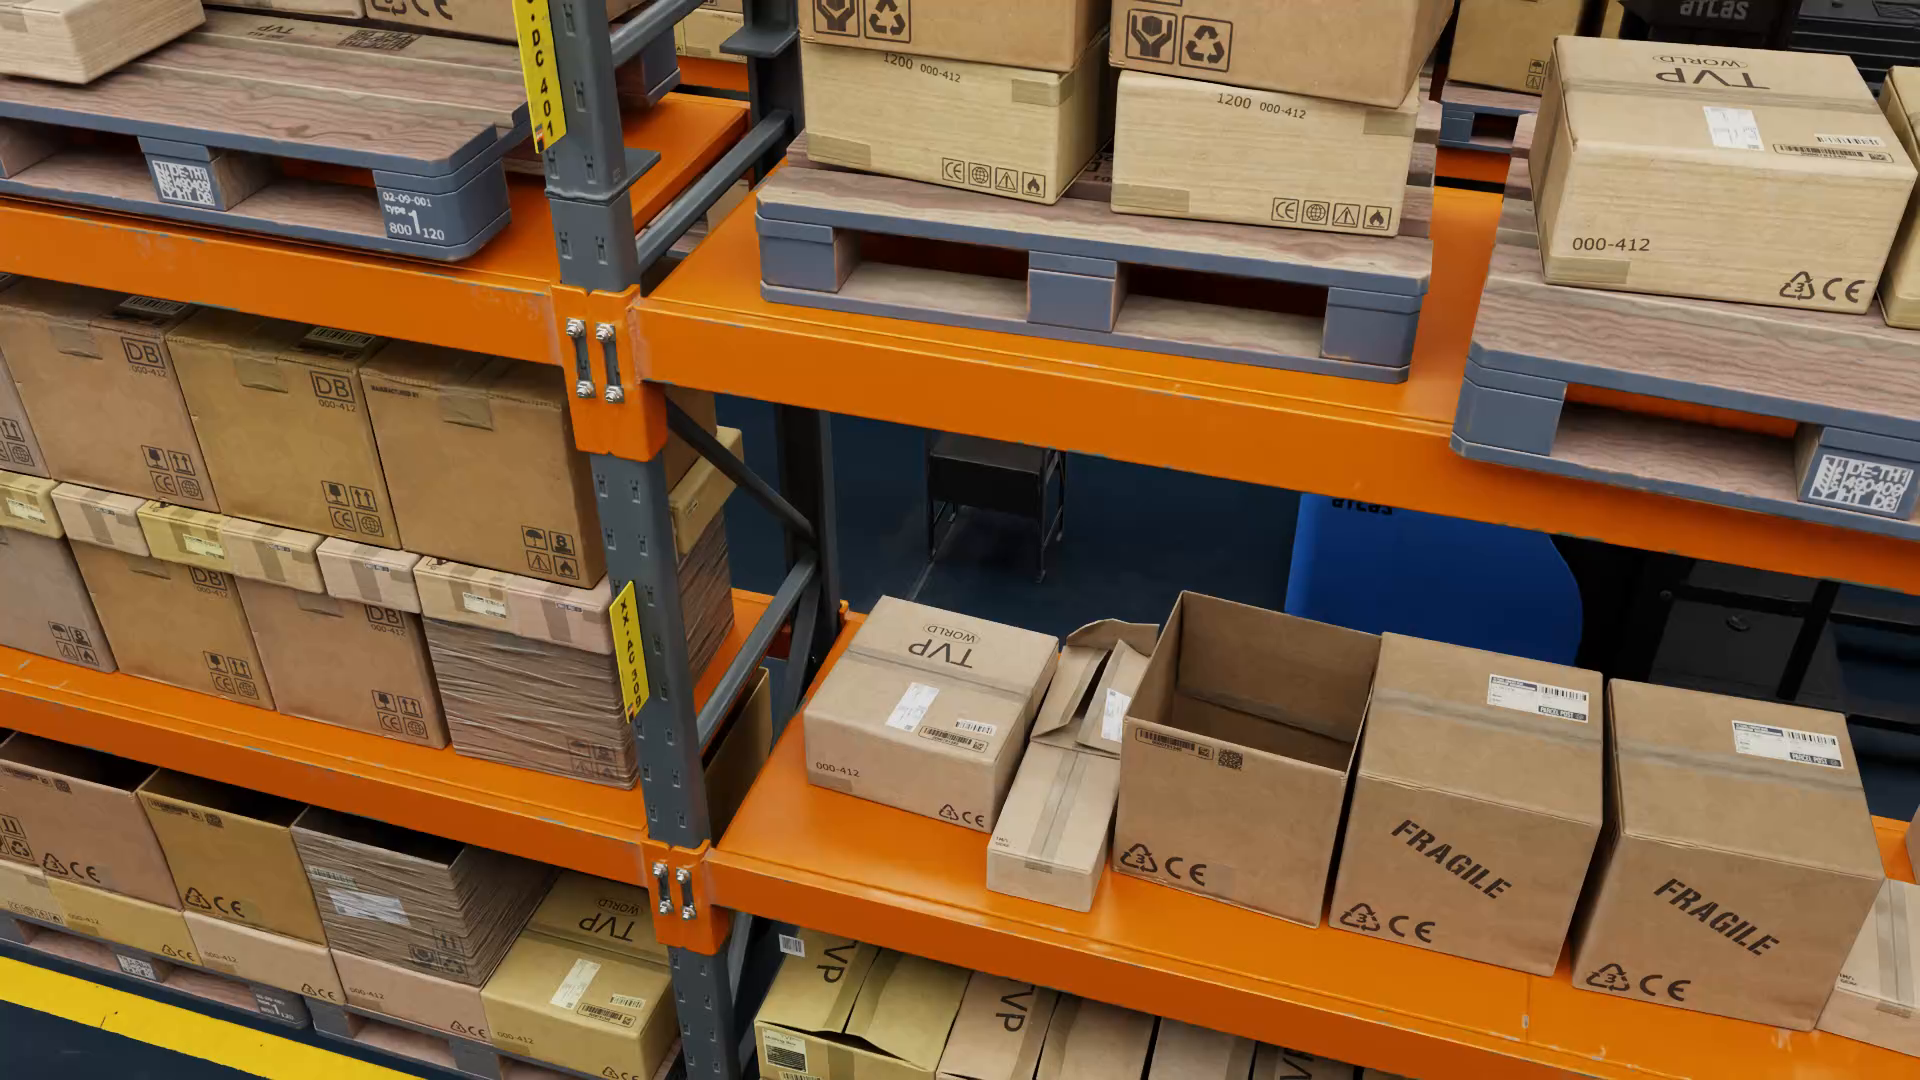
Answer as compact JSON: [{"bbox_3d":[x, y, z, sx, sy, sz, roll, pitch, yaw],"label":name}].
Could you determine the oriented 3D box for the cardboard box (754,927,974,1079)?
[{"bbox_3d":[-0.228,1.238,4.530,0.500,0.311,0.500,11,38,14],"label":"cardboard box"}]

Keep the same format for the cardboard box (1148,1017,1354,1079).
[{"bbox_3d":[0.743,1.420,4.283,0.500,0.311,0.500,9,37,12],"label":"cardboard box"}]

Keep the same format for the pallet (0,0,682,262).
[{"bbox_3d":[-1.370,-0.997,3.619,1.213,0.211,1.003,10,38,14],"label":"pallet"}]

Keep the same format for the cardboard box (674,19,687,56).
[{"bbox_3d":[-1.537,-2.704,8.503,0.500,0.250,0.500,10,38,13],"label":"cardboard box"}]

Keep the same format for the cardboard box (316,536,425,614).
[{"bbox_3d":[-1.358,-0.007,4.097,0.250,0.149,0.380,9,37,13],"label":"cardboard box"}]

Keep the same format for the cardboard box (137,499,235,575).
[{"bbox_3d":[-1.842,-0.098,4.221,0.250,0.149,0.380,10,38,14],"label":"cardboard box"}]

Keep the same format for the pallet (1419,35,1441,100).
[{"bbox_3d":[1.612,-2.198,7.867,1.213,0.211,1.003,10,38,14],"label":"pallet"}]

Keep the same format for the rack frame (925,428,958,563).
[{"bbox_3d":[-0.075,-0.860,6.646,0.015,2.100,0.400,10,38,14],"label":"rack frame"}]

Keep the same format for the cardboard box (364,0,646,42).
[{"bbox_3d":[-0.950,-1.401,3.535,0.500,0.500,0.500,14,38,18],"label":"cardboard box"}]

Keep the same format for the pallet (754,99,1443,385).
[{"bbox_3d":[0.298,-0.671,3.262,1.217,0.209,0.805,9,37,12],"label":"pallet"}]

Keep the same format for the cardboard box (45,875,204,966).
[{"bbox_3d":[-2.489,1.029,5.286,0.500,0.250,0.500,10,38,14],"label":"cardboard box"}]

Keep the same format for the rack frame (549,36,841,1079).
[{"bbox_3d":[-0.548,0.311,4.297,0.127,3.000,1.000,10,38,14],"label":"rack frame"}]

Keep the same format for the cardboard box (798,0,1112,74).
[{"bbox_3d":[0.029,-1.176,2.927,0.500,0.500,0.500,11,38,14],"label":"cardboard box"}]

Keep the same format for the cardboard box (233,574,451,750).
[{"bbox_3d":[-1.479,0.107,4.490,0.500,0.500,0.700,10,38,13],"label":"cardboard box"}]

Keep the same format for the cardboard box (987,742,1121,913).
[{"bbox_3d":[0.237,0.685,4.001,0.250,0.149,0.380,10,38,14],"label":"cardboard box"}]

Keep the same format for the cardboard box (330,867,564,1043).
[{"bbox_3d":[-1.530,1.197,5.058,0.500,0.250,0.500,10,38,14],"label":"cardboard box"}]

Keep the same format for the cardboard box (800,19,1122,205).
[{"bbox_3d":[0.037,-0.891,3.172,0.500,0.250,0.500,14,39,19],"label":"cardboard box"}]

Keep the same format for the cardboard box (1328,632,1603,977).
[{"bbox_3d":[1.161,0.598,3.823,0.500,0.500,0.500,11,38,14],"label":"cardboard box"}]

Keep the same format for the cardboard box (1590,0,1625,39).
[{"bbox_3d":[3.096,-2.288,7.372,0.500,0.500,0.700,10,38,14],"label":"cardboard box"}]

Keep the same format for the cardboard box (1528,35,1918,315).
[{"bbox_3d":[1.259,-0.633,2.821,0.500,0.250,0.500,7,37,10],"label":"cardboard box"}]

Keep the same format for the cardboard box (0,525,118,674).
[{"bbox_3d":[-2.446,-0.074,4.736,0.500,0.500,0.700,12,38,15],"label":"cardboard box"}]

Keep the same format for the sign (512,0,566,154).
[{"bbox_3d":[-0.712,-0.823,2.804,0.005,0.325,0.100,10,38,14],"label":"sign"}]

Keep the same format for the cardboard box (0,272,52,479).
[{"bbox_3d":[-2.411,-0.592,4.346,0.500,0.500,0.700,11,38,14],"label":"cardboard box"}]

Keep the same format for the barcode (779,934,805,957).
[{"bbox_3d":[-0.429,1.035,4.241,0.075,0.075,0.001,10,38,14],"label":"barcode"}]

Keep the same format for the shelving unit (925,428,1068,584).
[{"bbox_3d":[0.158,-0.816,6.588,0.503,2.100,0.431,10,38,14],"label":"shelving unit"}]

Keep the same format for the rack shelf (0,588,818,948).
[{"bbox_3d":[-2.457,0.248,4.990,4.000,0.370,1.077,10,38,14],"label":"rack shelf"}]

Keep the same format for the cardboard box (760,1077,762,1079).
[{"bbox_3d":[-0.237,1.461,4.700,0.500,0.250,0.500,10,37,13],"label":"cardboard box"}]

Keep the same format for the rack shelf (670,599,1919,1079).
[{"bbox_3d":[1.361,0.955,4.030,4.000,0.370,1.077,10,38,14],"label":"rack shelf"}]

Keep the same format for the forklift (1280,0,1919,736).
[{"bbox_3d":[2.797,-0.657,5.670,3.031,2.935,1.130,9,37,12],"label":"forklift"}]

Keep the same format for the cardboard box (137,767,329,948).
[{"bbox_3d":[-2.008,0.808,4.954,0.500,0.500,0.500,10,38,14],"label":"cardboard box"}]

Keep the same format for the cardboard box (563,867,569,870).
[{"bbox_3d":[-1.376,0.905,5.456,0.500,0.250,0.500,10,38,14],"label":"cardboard box"}]

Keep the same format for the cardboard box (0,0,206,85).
[{"bbox_3d":[-1.781,-1.080,3.395,0.250,0.149,0.380,10,38,14],"label":"cardboard box"}]

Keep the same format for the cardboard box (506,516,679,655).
[{"bbox_3d":[-0.872,0.083,3.975,0.250,0.149,0.380,10,38,14],"label":"cardboard box"}]

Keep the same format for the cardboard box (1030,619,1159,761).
[{"bbox_3d":[0.346,0.417,4.266,0.258,0.266,0.396,10,37,13],"label":"cardboard box"}]

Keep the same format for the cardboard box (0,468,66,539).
[{"bbox_3d":[-2.337,-0.188,4.343,0.250,0.149,0.380,12,38,15],"label":"cardboard box"}]

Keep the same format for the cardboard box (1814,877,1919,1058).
[{"bbox_3d":[2.036,0.926,3.673,0.250,0.149,0.380,13,38,17],"label":"cardboard box"}]

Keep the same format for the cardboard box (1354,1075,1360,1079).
[{"bbox_3d":[1.231,1.733,4.331,0.500,0.250,0.500,11,38,15],"label":"cardboard box"}]

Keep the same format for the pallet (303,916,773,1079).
[{"bbox_3d":[-1.295,1.270,5.346,1.213,0.211,1.003,10,38,14],"label":"pallet"}]

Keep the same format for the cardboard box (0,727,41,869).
[{"bbox_3d":[-2.962,0.630,5.197,0.500,0.500,0.500,10,38,14],"label":"cardboard box"}]

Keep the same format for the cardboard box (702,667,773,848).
[{"bbox_3d":[-0.897,0.688,5.117,0.500,0.500,0.500,10,38,14],"label":"cardboard box"}]

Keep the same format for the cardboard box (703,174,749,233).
[{"bbox_3d":[-1.030,-1.938,9.090,0.500,0.500,0.700,8,37,11],"label":"cardboard box"}]

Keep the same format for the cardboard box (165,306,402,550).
[{"bbox_3d":[-1.456,-0.415,4.104,0.500,0.500,0.700,10,38,14],"label":"cardboard box"}]

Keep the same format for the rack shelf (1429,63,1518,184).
[{"bbox_3d":[2.834,-1.849,7.838,4.000,0.370,1.077,10,38,14],"label":"rack shelf"}]

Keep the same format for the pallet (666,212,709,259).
[{"bbox_3d":[-0.894,-1.682,9.358,1.213,0.211,1.003,10,38,14],"label":"pallet"}]
